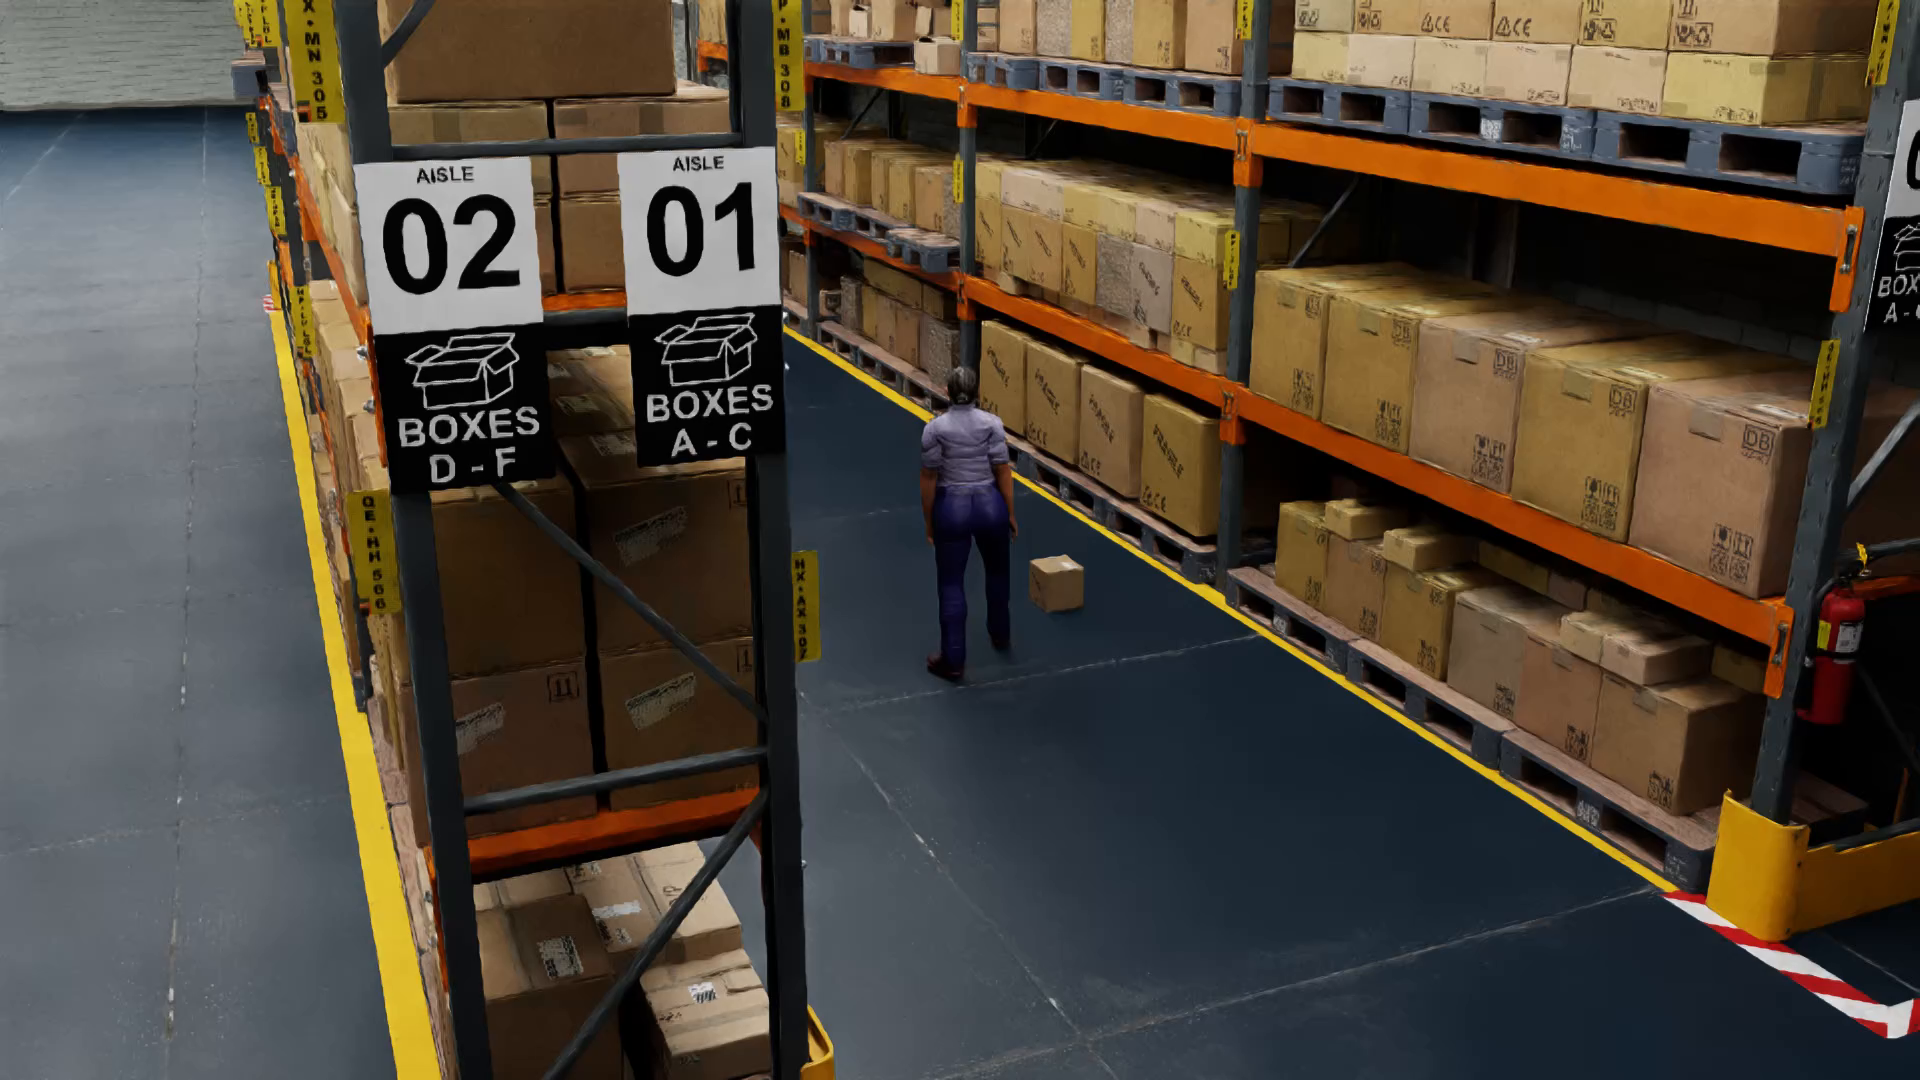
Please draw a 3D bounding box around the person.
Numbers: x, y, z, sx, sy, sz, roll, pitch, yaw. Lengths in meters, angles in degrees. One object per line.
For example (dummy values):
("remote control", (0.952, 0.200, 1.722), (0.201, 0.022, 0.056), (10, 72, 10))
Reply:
("person", (0.050, -0.133, 8.961), (0.535, 1.614, 0.687), (-2, 19, -6))
